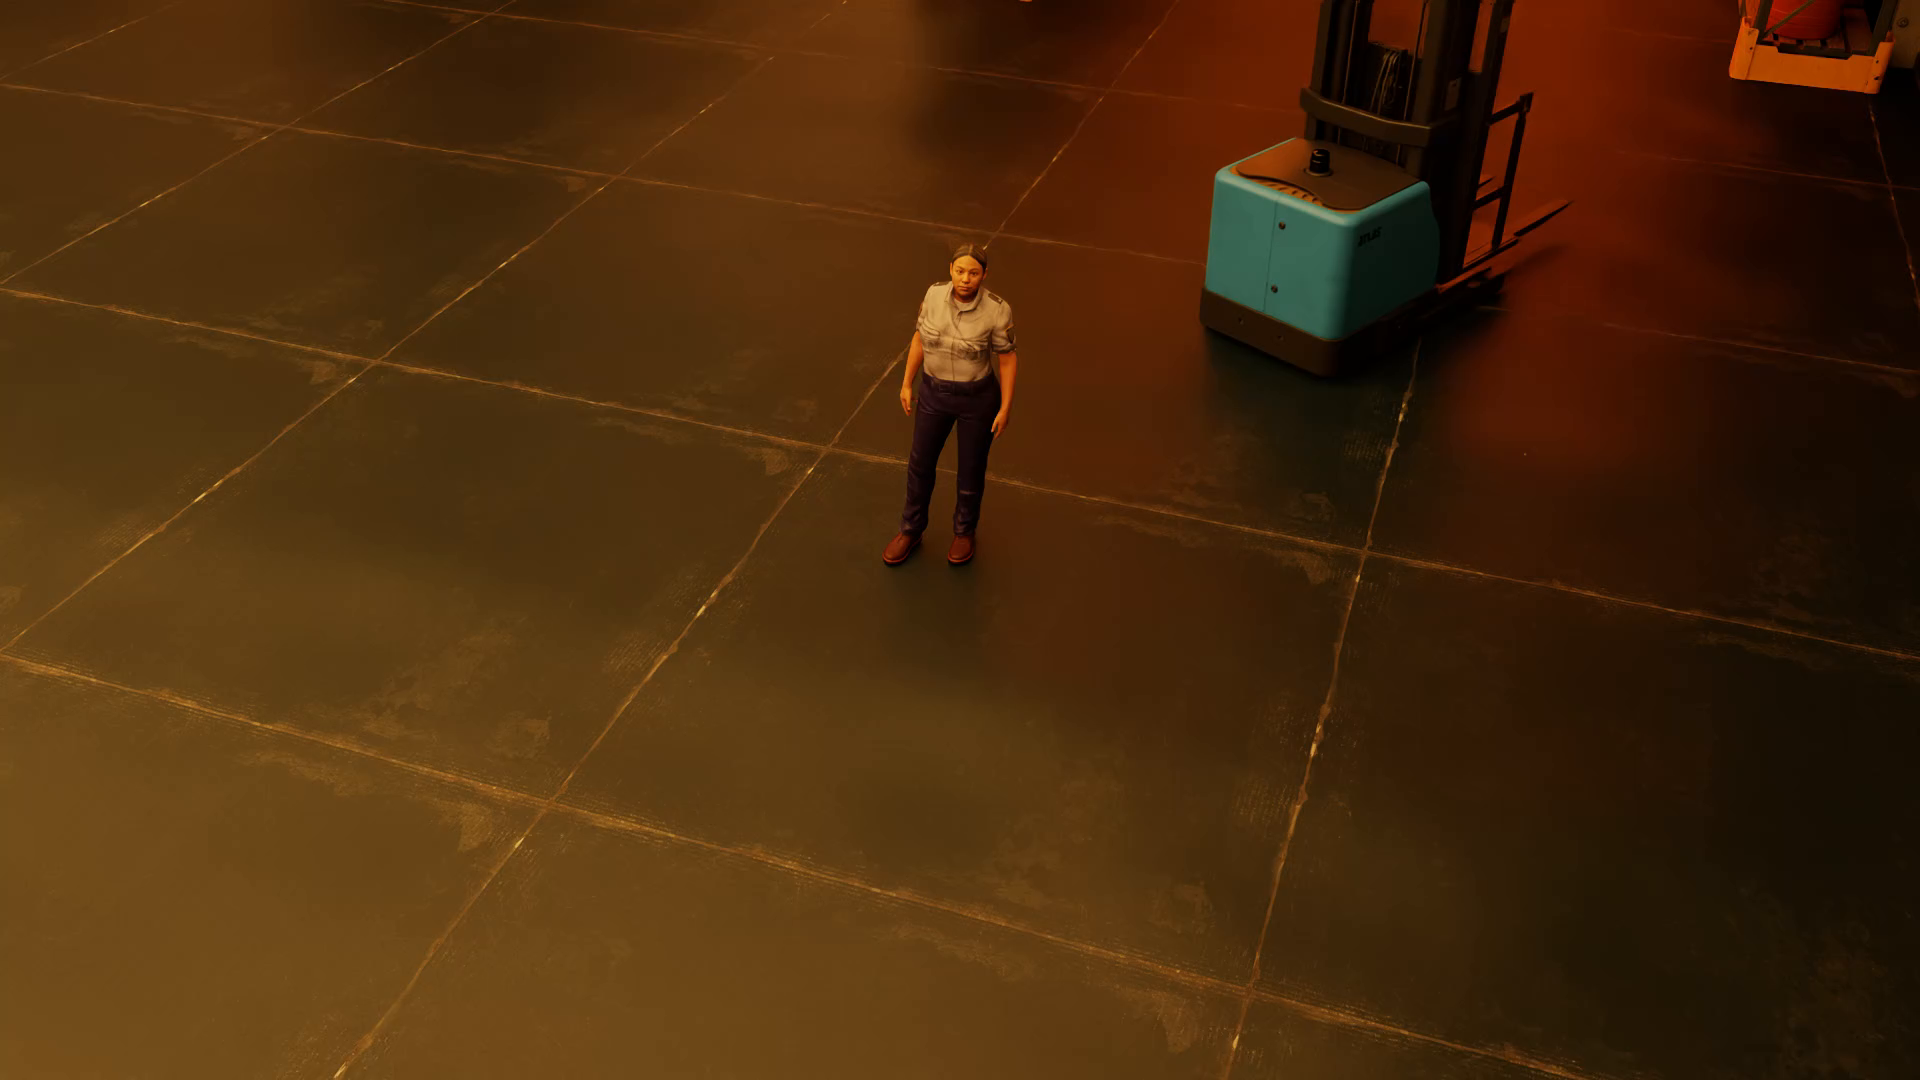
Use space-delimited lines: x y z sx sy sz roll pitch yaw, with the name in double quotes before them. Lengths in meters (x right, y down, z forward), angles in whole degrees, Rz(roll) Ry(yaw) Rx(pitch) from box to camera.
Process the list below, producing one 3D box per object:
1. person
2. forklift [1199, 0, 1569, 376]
"person" -0.051 -0.635 8.101 0.598 1.651 0.503 12 37 16
"forklift" 2.920 -2.907 10.211 3.031 2.935 1.130 -29 44 -34
